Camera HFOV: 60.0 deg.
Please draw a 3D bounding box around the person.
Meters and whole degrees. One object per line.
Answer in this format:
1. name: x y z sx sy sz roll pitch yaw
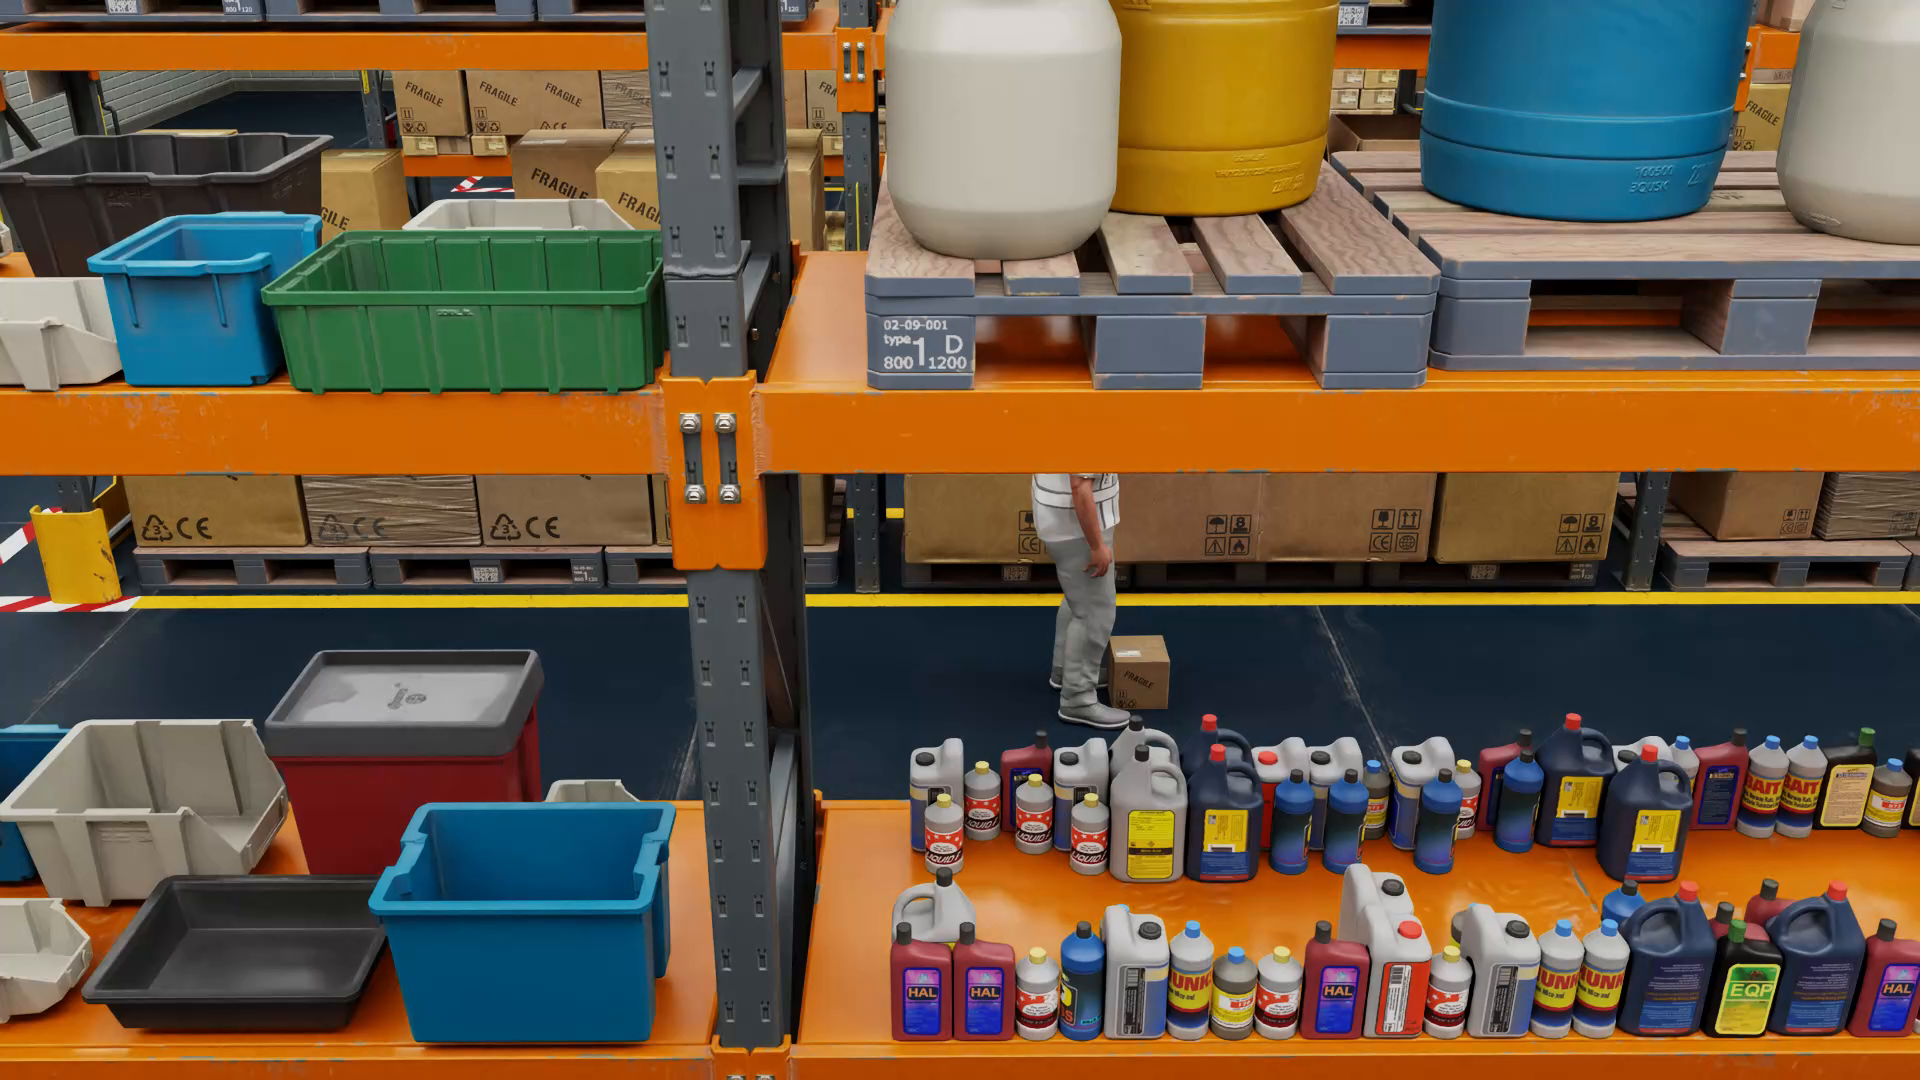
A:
1. person: 0.534 -0.069 7.249 0.440 1.747 0.584 -1 24 -2
